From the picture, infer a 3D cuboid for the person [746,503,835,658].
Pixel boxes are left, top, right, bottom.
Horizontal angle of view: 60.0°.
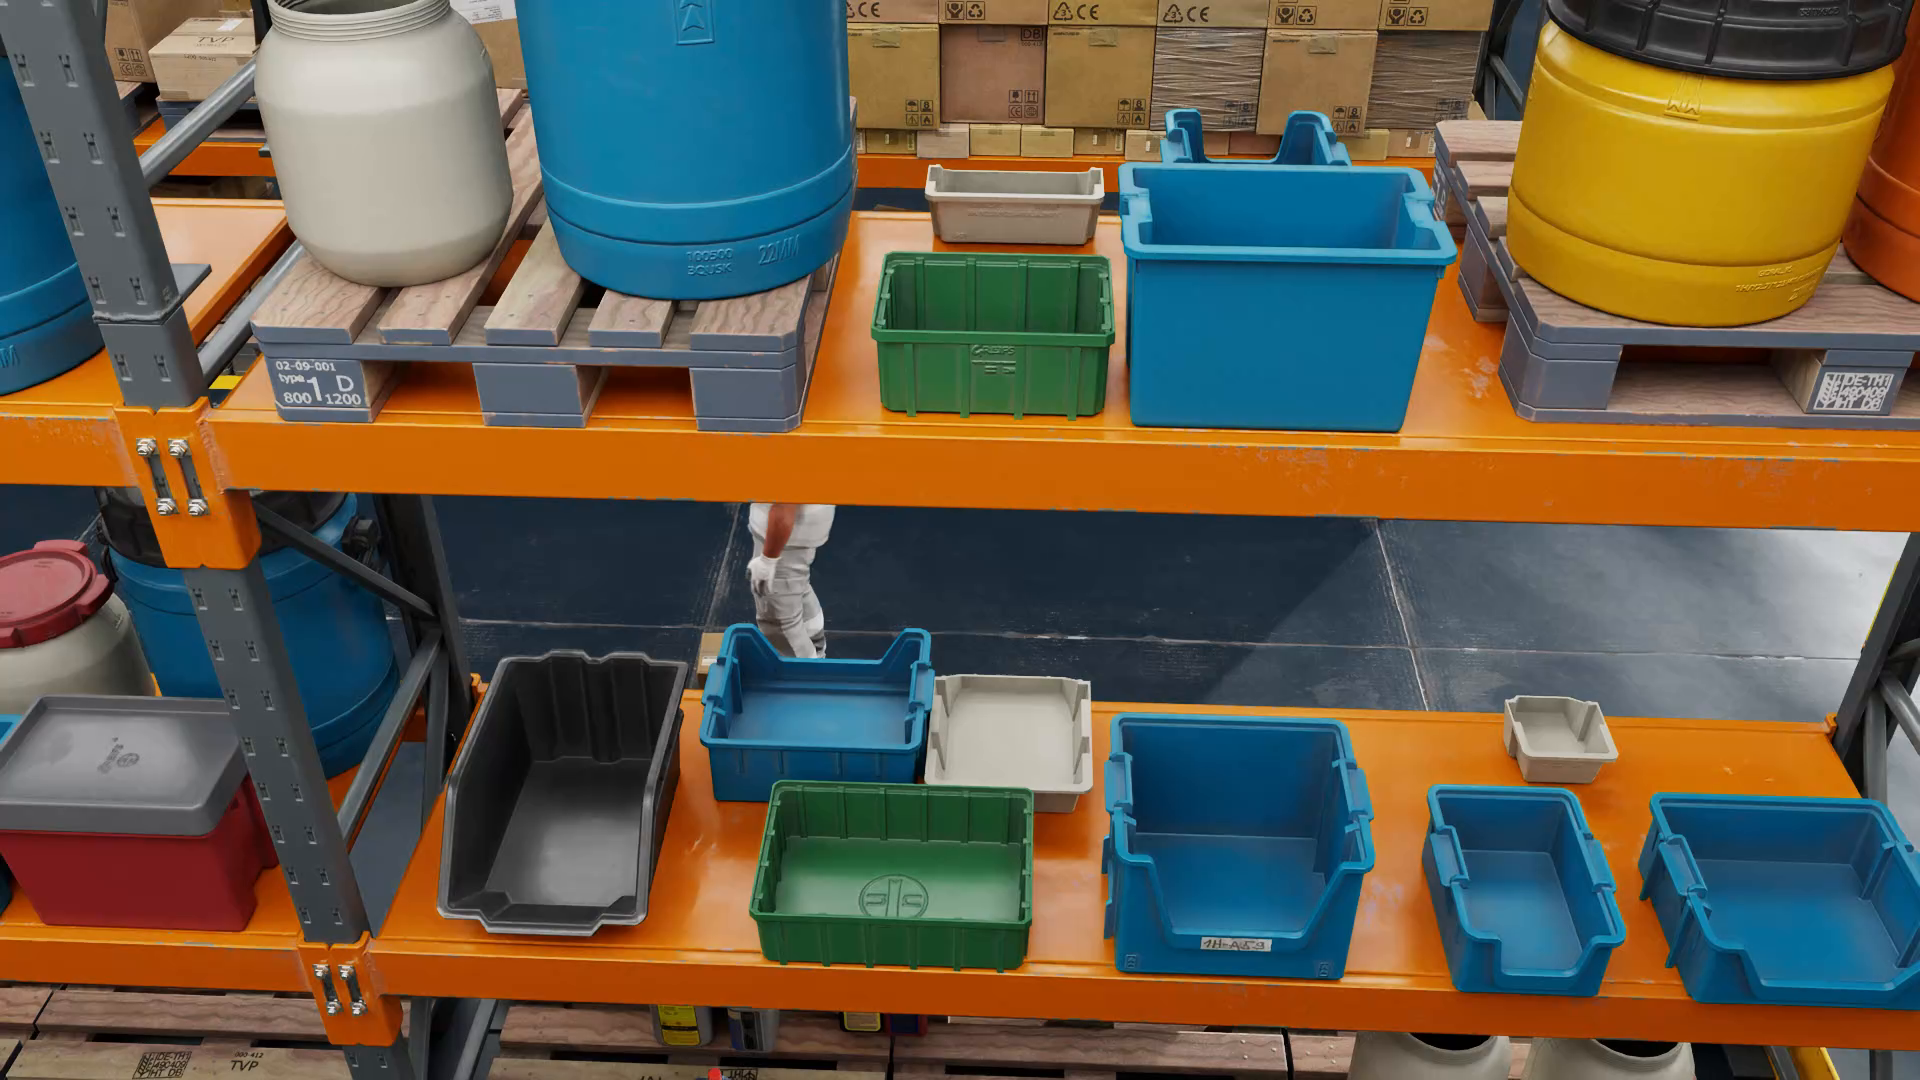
[{"bbox_3d":[-0.683,-0.062,6.218,0.445,1.781,0.622,0,35,0],"label":"person"}]
